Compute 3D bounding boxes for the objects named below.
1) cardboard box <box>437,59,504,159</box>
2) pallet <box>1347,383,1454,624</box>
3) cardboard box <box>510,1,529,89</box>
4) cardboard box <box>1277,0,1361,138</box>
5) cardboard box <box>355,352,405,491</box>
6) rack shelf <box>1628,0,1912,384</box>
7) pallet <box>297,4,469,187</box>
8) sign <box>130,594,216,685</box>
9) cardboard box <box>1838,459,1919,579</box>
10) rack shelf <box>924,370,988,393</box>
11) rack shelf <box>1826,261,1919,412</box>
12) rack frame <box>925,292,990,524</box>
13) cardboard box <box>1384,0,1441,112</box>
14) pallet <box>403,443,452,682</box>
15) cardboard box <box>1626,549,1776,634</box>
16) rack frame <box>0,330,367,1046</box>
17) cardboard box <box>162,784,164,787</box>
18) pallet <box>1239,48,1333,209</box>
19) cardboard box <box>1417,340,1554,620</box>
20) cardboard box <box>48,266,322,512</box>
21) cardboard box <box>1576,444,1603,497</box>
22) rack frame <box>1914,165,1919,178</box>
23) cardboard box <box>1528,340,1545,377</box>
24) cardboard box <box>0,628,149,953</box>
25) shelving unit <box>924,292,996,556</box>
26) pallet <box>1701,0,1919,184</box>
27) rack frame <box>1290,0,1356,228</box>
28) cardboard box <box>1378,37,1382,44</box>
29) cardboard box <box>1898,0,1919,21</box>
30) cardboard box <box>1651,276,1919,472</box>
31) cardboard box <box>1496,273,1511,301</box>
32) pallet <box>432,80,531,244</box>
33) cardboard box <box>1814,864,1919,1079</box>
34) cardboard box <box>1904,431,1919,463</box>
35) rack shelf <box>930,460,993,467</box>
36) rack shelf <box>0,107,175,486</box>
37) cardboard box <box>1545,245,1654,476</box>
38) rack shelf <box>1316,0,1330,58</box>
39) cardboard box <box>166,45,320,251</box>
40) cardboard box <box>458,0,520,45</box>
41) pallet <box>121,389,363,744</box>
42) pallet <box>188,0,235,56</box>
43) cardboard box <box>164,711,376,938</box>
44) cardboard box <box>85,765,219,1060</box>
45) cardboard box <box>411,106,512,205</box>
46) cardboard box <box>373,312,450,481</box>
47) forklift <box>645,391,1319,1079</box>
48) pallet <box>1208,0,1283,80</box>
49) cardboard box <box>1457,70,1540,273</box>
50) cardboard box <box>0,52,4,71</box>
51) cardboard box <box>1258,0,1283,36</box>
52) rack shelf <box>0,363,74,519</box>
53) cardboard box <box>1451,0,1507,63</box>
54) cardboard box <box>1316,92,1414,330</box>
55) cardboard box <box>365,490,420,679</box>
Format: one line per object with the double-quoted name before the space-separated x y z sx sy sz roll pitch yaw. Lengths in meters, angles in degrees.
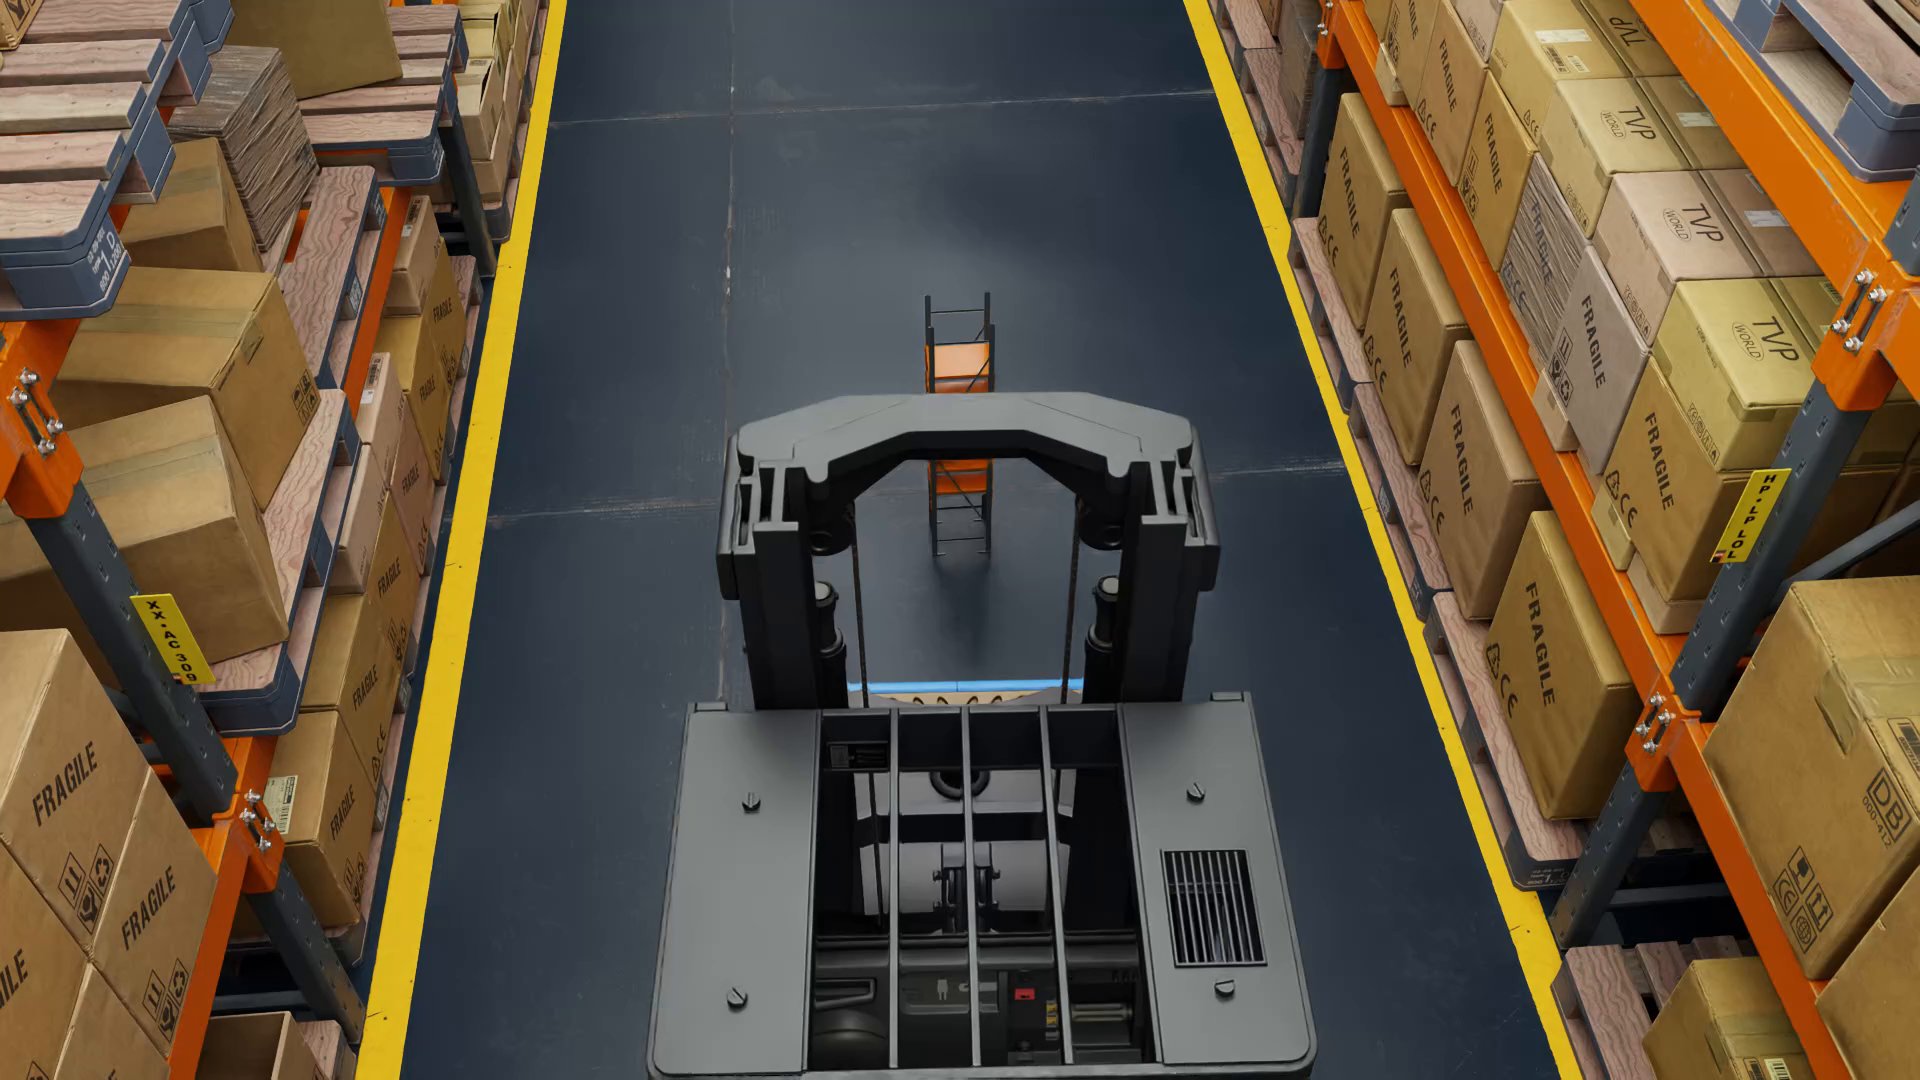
"cardboard box" -2.517 -2.104 8.032 0.500 0.311 0.500 -2 47 -2
"pallet" 2.260 -0.205 6.935 1.003 0.211 1.213 -3 47 -3
"cardboard box" -2.610 -2.651 8.936 0.500 0.250 0.500 -5 47 -4
"cardboard box" 2.058 -2.429 8.540 0.700 0.500 0.500 -3 47 -3
"cardboard box" -2.355 -0.423 6.123 0.500 0.250 0.500 -4 47 -4
"rack shelf" 2.337 -1.957 5.103 1.077 0.370 4.000 -3 47 -3
"pallet" -2.640 -1.764 6.623 1.213 0.211 1.003 -3 47 -3
"sign" -1.891 0.242 3.995 0.100 0.325 0.005 -3 47 -3
"cardboard box" 2.717 -0.217 4.739 0.500 0.500 0.500 -5 47 -5
"rack shelf" -0.001 -0.558 6.319 0.258 0.103 0.180 -3 47 -3
"rack shelf" 2.672 0.937 2.362 1.077 0.370 4.000 -3 47 -3
"rack frame" -0.009 -0.489 6.523 0.240 1.200 0.006 -3 47 -3
"cardboard box" 1.990 -2.017 6.443 0.500 0.500 0.500 -2 47 -2
"pallet" -2.642 0.066 6.678 1.003 0.211 1.213 -3 47 -3
"cardboard box" 2.194 0.127 4.860 0.380 0.149 0.250 -3 47 -3
"rack frame" -2.431 0.578 4.273 1.000 3.000 0.127 -3 47 -3
"cardboard box" -2.758 0.947 5.342 0.500 0.500 0.500 -4 47 -4
"pallet" 2.106 -2.226 8.849 1.003 0.211 1.213 -3 47 -3
"cardboard box" 2.243 -0.236 6.235 0.750 0.750 0.750 -2 47 -2
"cardboard box" -2.369 -0.451 4.889 0.700 0.500 0.500 3 47 3
"cardboard box" 2.173 -0.245 5.212 0.380 0.149 0.250 -2 47 -2
"rack frame" 2.505 -1.788 2.382 1.000 3.000 0.127 -3 47 -3
"cardboard box" 2.138 -0.613 5.561 0.380 0.149 0.250 -3 47 -3
"cardboard box" -2.131 0.550 3.542 0.500 0.500 0.500 -3 47 -3
"shelving unit" -0.001 -0.423 6.461 0.258 1.200 0.189 -3 47 -3
"pallet" 2.379 -1.352 4.166 0.805 0.209 1.217 -5 47 -5
"rack frame" 2.170 -2.620 7.301 1.000 3.000 0.127 -3 47 -3
"cardboard box" 1.979 -2.105 6.973 0.380 0.149 0.250 -3 47 -3
"cardboard box" 2.540 -1.586 3.885 0.700 0.500 0.500 -6 47 -5
"cardboard box" 2.211 -0.449 4.442 0.500 0.250 0.500 -2 47 -2
"cardboard box" 2.121 -0.988 5.916 0.380 0.149 0.250 -2 47 -2
"pallet" -2.796 -1.955 8.593 1.003 0.211 1.213 -3 47 -3
"cardboard box" 2.589 1.093 3.579 0.980 0.700 0.700 -5 47 -4
"cardboard box" 2.726 -0.476 4.467 0.500 0.250 0.500 -2 47 -2
"rack shelf" -0.001 -0.392 6.493 0.258 0.103 0.180 -3 47 -3
"rack shelf" -2.599 -1.653 4.815 1.077 0.370 4.000 -3 47 -3
"cardboard box" 2.162 -0.556 5.060 0.500 0.500 0.500 -3 47 -3
"rack shelf" 2.002 -3.819 8.933 1.077 0.370 4.000 -3 47 -3
"cardboard box" -2.715 -1.372 5.762 0.700 0.500 0.500 4 47 4
"cardboard box" -2.610 -2.853 8.741 0.500 0.311 0.500 -5 47 -4
"pallet" -2.389 0.059 4.896 1.003 0.211 1.213 -3 47 -3
"pallet" -2.506 -1.615 4.413 1.213 0.211 1.003 -3 47 -3
"cardboard box" -2.229 0.922 5.366 0.500 0.500 0.500 -5 47 -5
"cardboard box" -2.134 0.890 3.909 0.500 0.500 0.500 -3 47 -3
"cardboard box" -2.517 -1.911 8.235 0.500 0.250 0.500 -4 47 -3
"cardboard box" -2.411 -0.571 6.780 0.500 0.500 0.500 -5 47 -5
"forklift" 0.027 1.227 3.706 1.130 2.935 3.031 -1 47 -1
"pallet" 2.007 -3.107 9.684 1.003 0.211 1.213 -3 47 -3
"cardboard box" 2.082 -1.281 5.747 0.500 0.500 0.500 -2 47 -2
"cardboard box" -2.400 -1.035 3.308 0.600 0.600 0.600 -8 47 -7
"cardboard box" 2.060 -3.167 9.238 0.700 0.500 0.500 -4 47 -4
"rack shelf" -2.264 1.241 2.075 1.077 0.370 4.000 -3 47 -3
"cardboard box" 2.042 -1.927 5.841 0.500 0.250 0.500 -3 47 -3
"cardboard box" 2.101 -1.485 7.418 0.750 0.750 0.750 -4 47 -4
"cardboard box" -2.319 0.174 6.074 0.500 0.500 0.500 -3 47 -3
